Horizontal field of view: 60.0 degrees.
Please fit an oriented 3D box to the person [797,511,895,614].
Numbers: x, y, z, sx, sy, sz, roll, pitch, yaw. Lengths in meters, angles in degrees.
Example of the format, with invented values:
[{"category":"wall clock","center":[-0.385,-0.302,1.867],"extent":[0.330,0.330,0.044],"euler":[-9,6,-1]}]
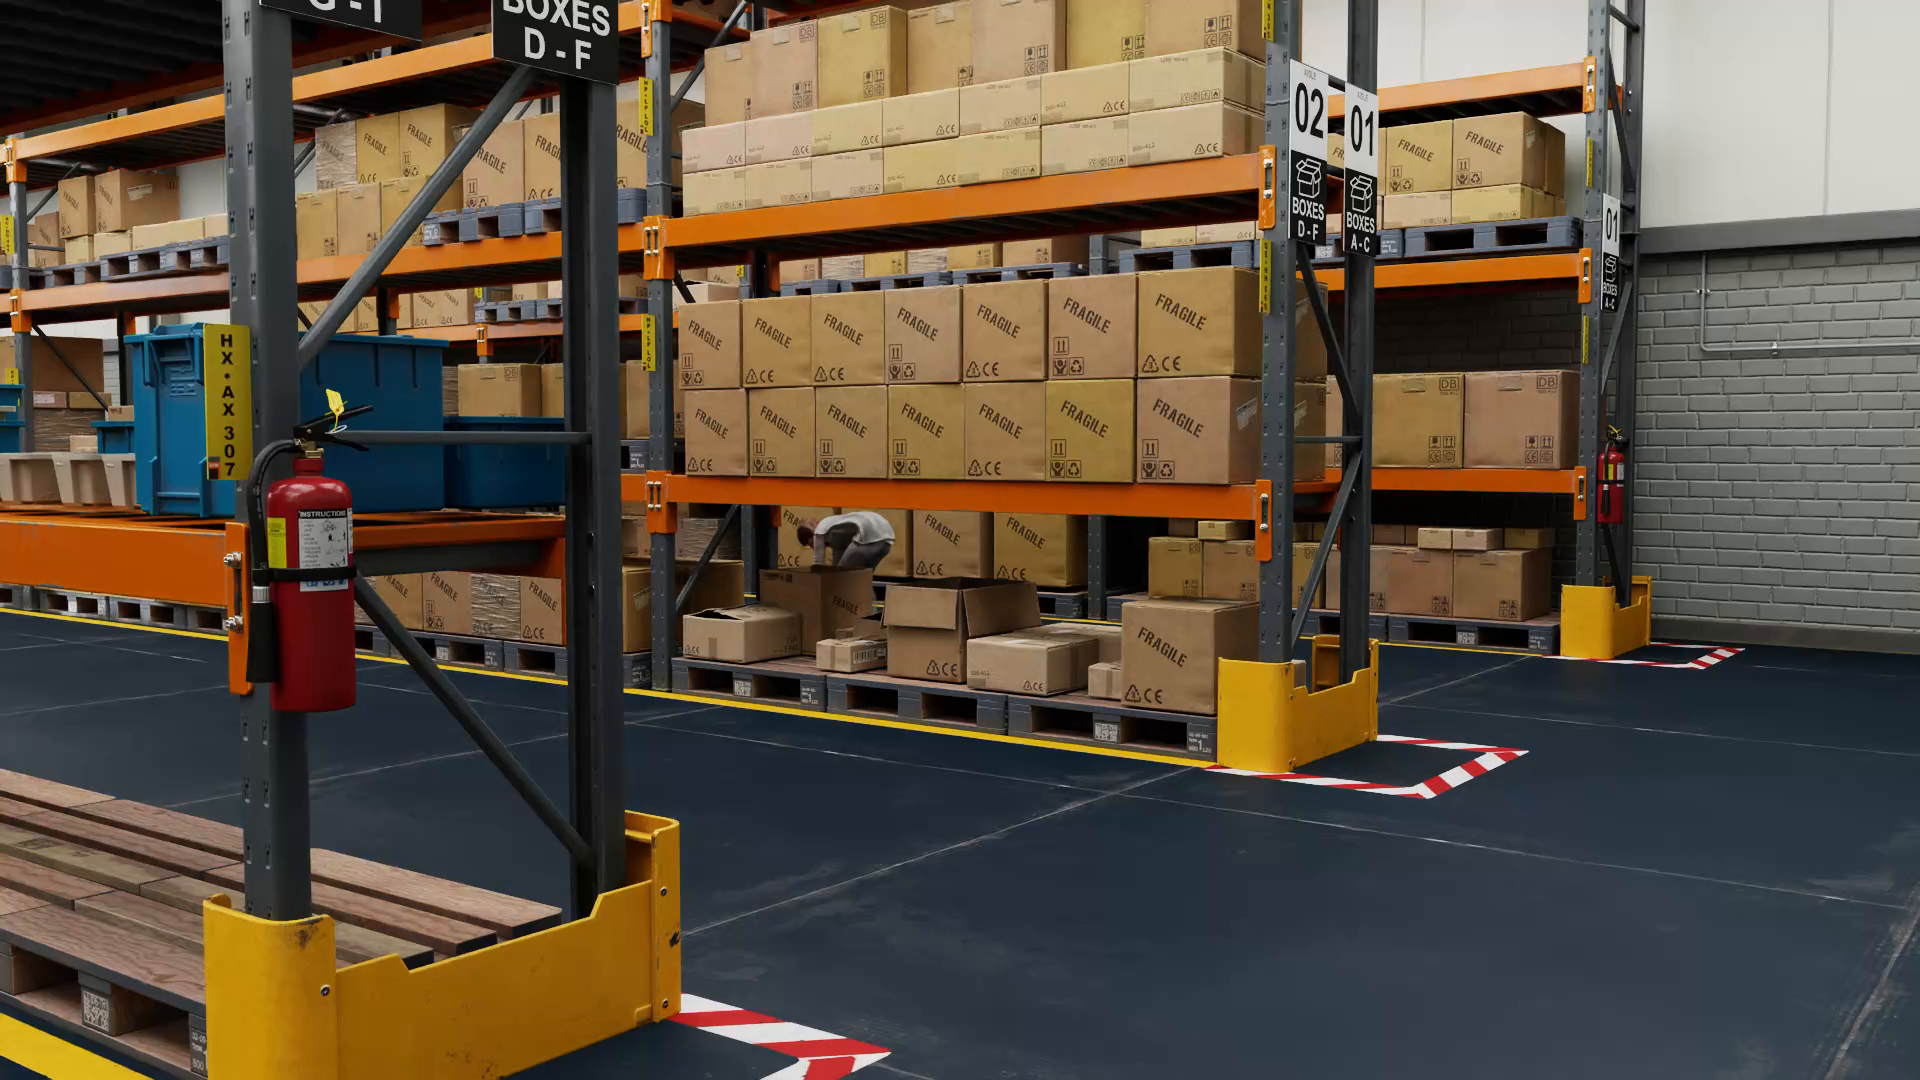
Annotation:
[{"category":"person","center":[-0.892,0.283,12.674],"extent":[0.871,0.939,0.398],"euler":[2,4,34]}]
